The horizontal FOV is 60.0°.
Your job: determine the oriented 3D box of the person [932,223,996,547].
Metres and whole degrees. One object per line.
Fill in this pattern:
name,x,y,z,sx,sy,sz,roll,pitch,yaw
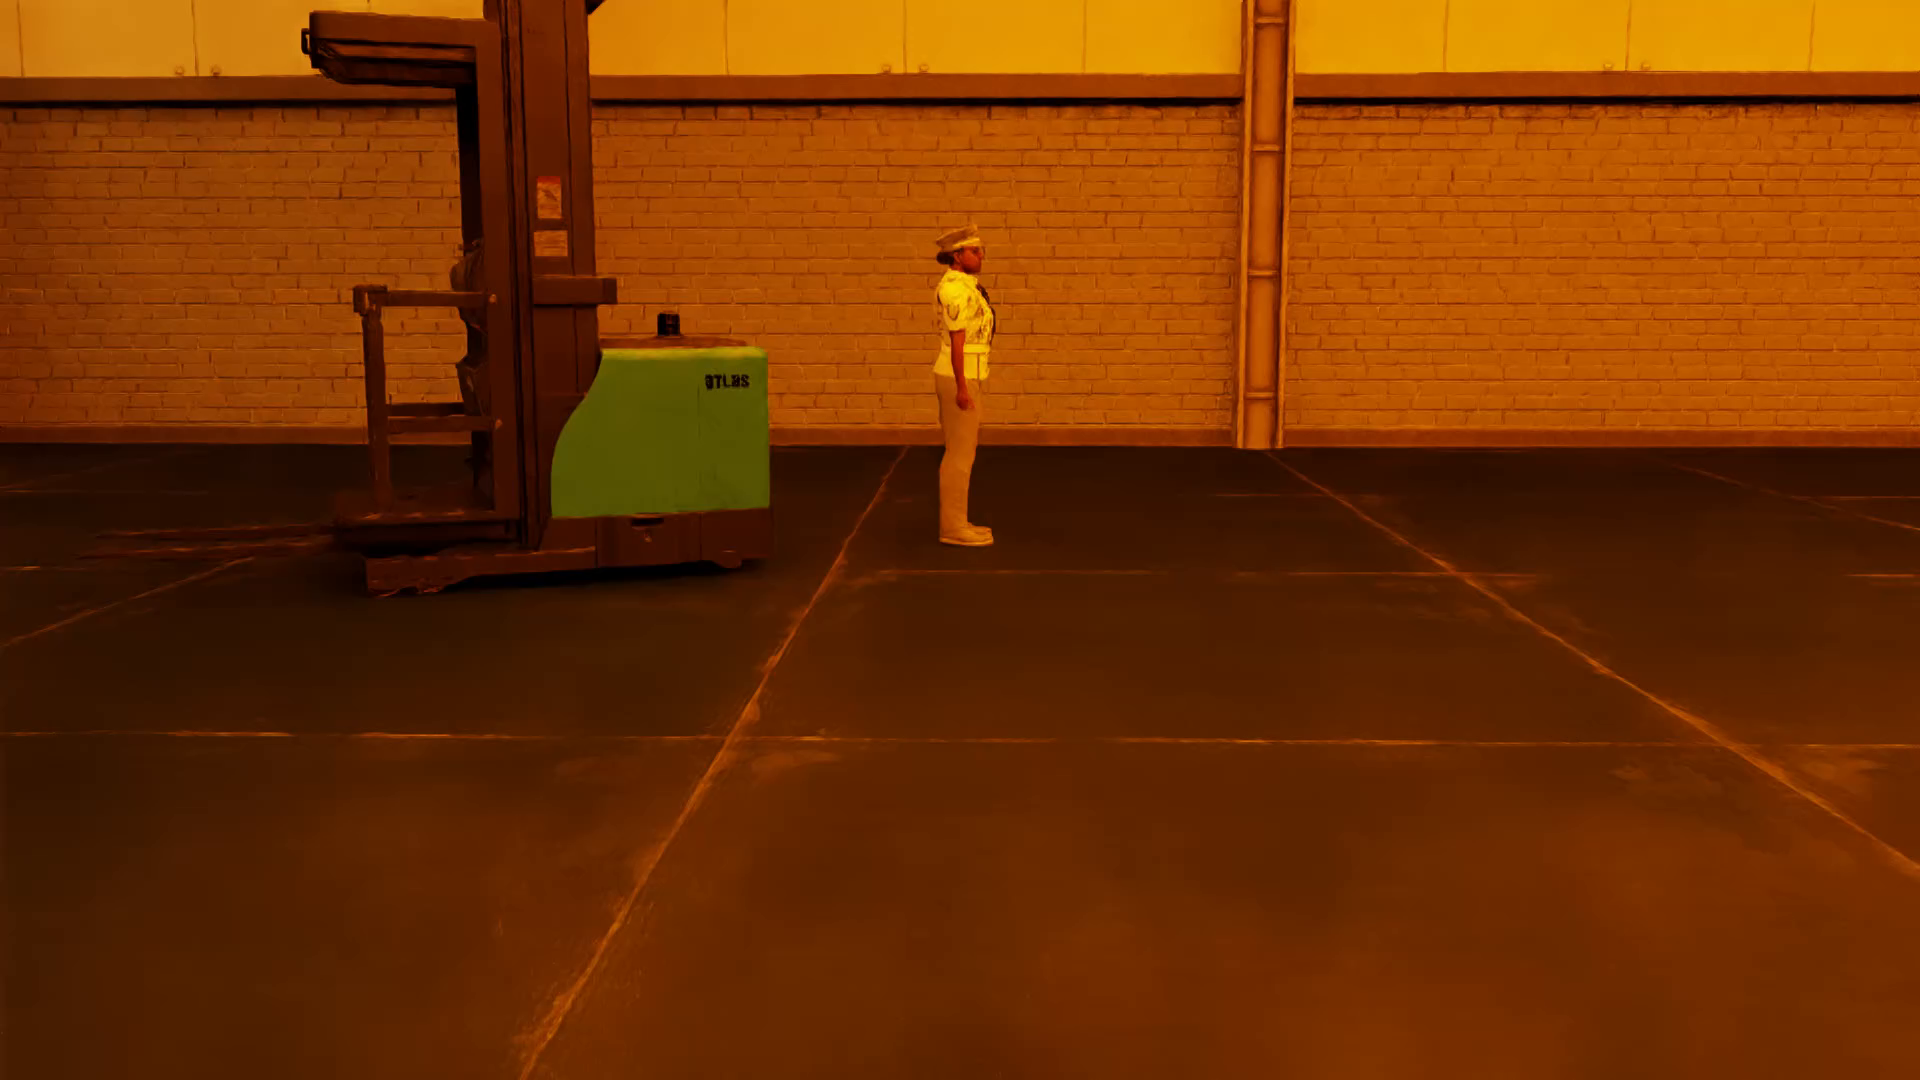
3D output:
person,0.020,-0.832,8.866,0.338,1.692,0.444,0,9,1

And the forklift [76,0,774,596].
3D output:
forklift,-2.474,-1.290,7.741,3.031,2.935,1.130,-3,9,-21
